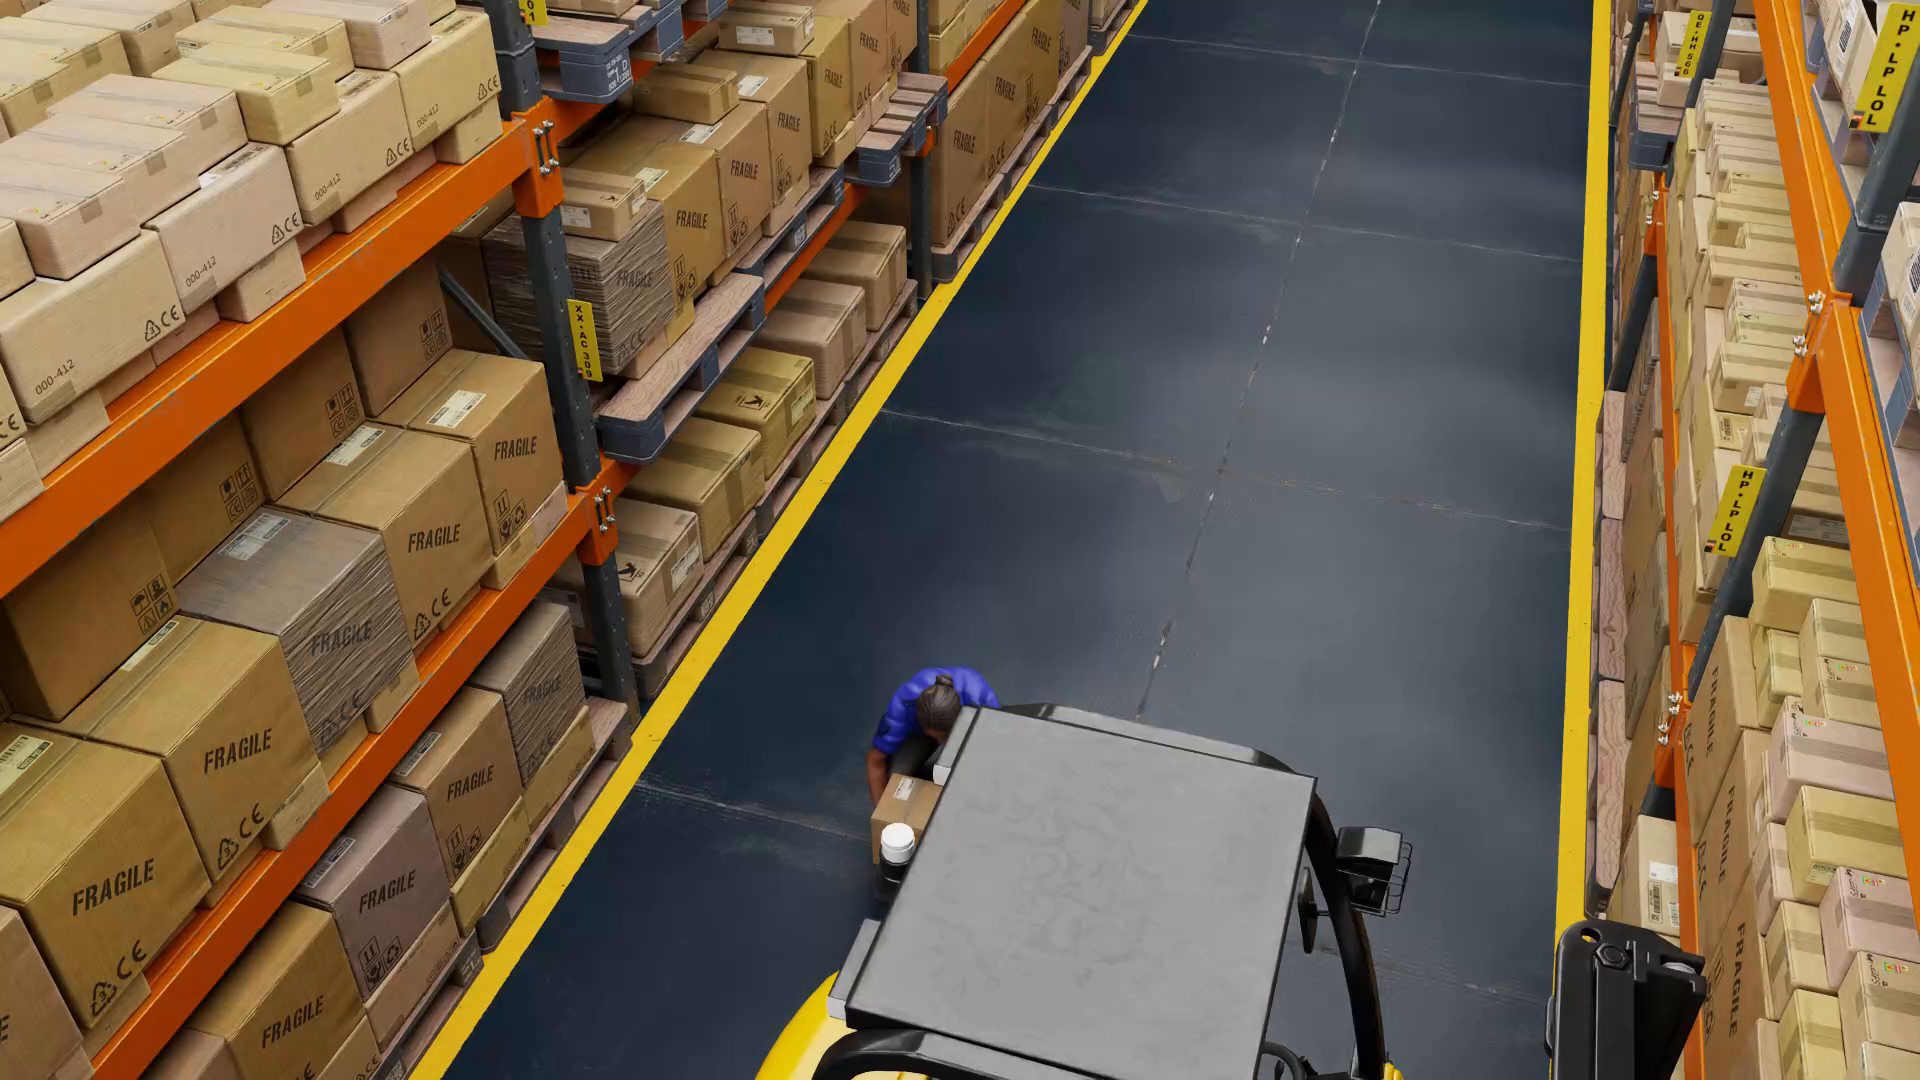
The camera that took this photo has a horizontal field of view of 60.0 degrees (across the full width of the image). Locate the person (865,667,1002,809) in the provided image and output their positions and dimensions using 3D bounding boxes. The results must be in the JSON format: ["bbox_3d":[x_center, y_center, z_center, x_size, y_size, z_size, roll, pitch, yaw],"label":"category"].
[{"bbox_3d":[-0.076,0.791,6.473,0.505,0.926,0.811,11,39,14],"label":"person"}]
